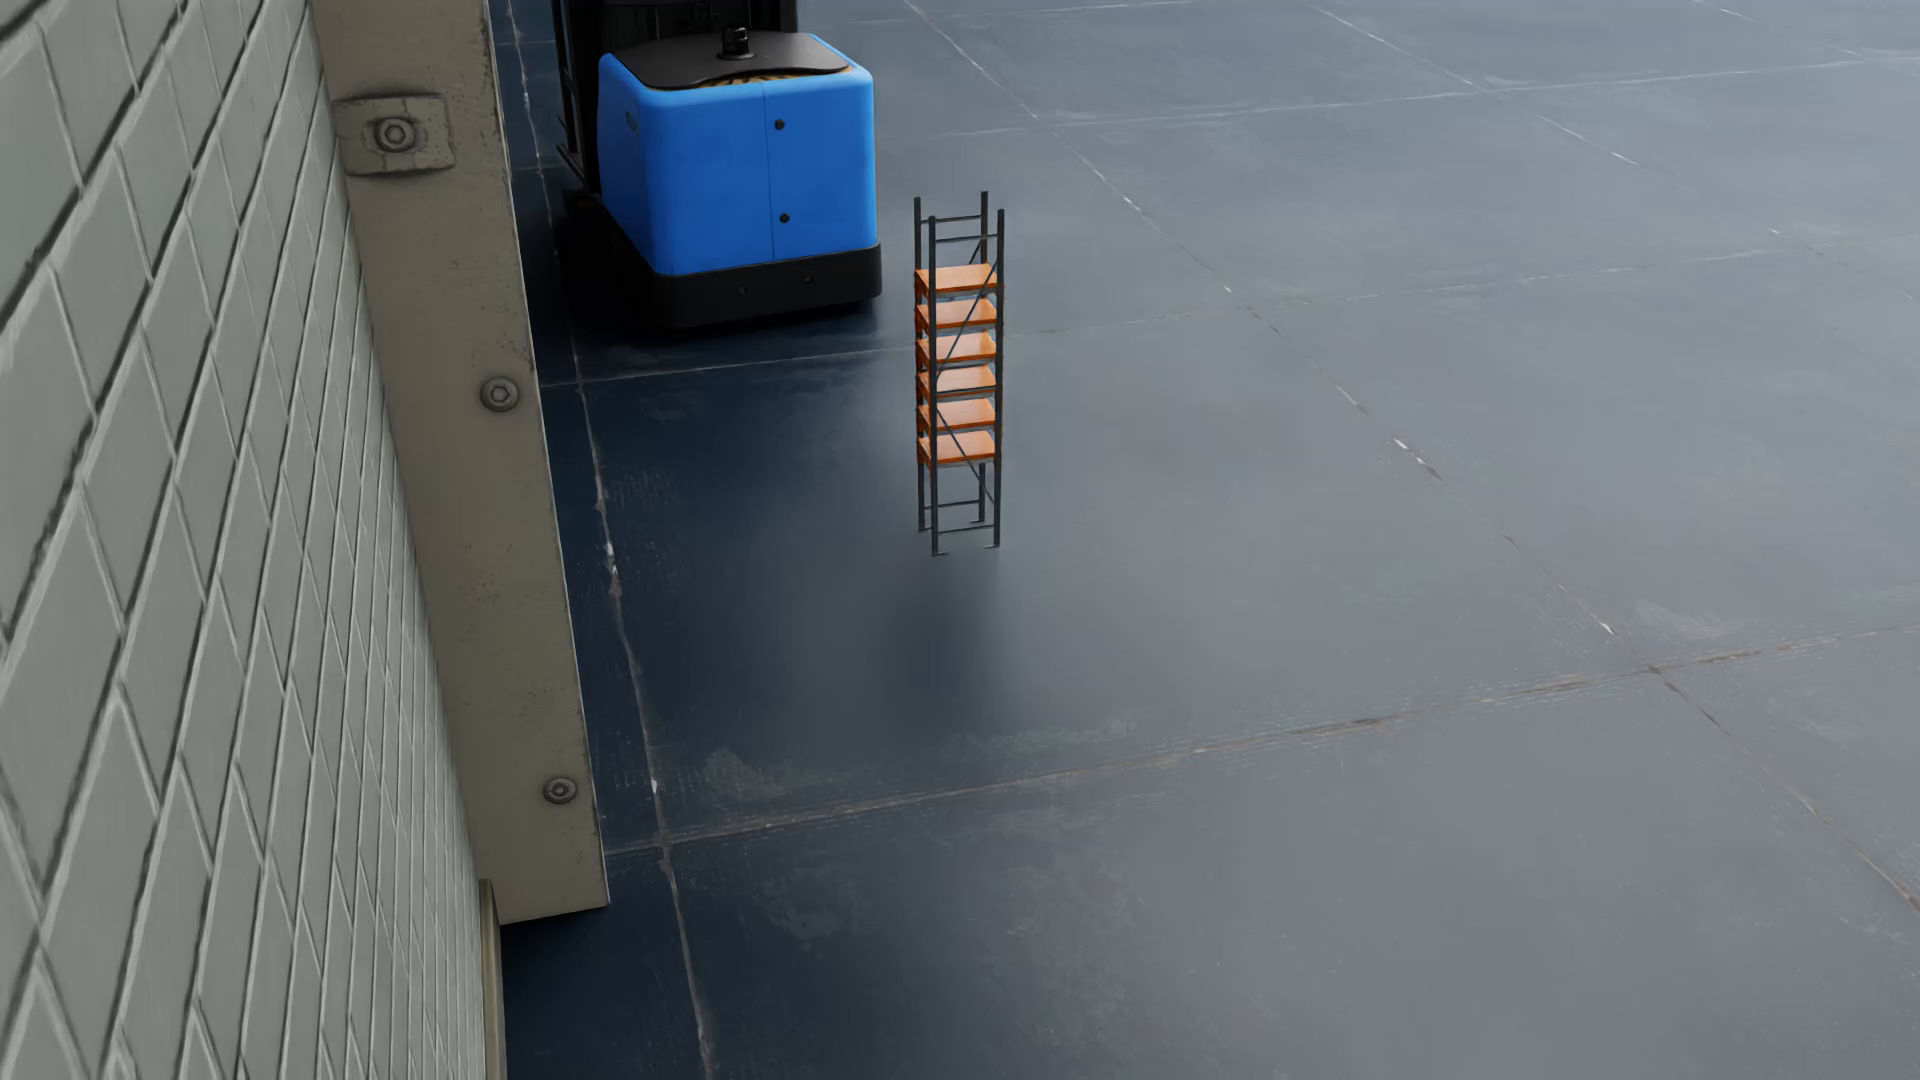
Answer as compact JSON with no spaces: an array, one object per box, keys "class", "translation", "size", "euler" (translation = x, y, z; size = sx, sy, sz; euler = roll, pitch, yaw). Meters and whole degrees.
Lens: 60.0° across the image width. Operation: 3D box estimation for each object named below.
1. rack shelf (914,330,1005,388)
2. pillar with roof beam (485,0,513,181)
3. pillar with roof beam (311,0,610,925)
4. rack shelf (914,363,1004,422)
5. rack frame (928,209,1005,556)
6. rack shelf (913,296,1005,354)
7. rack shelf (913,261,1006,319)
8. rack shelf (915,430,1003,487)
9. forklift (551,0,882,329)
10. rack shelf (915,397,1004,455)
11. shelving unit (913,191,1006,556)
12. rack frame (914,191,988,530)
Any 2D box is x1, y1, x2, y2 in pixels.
[{"class":"rack shelf","translation":[-0.004,-0.592,5.424],"size":[0.258,0.103,0.180],"euler":[-8,31,-13]},{"class":"pillar with roof beam","translation":[1.480,-6.525,8.041],"size":[9.100,9.000,0.400],"euler":[-8,31,-13]},{"class":"pillar with roof beam","translation":[3.072,-3.628,3.034],"size":[9.100,9.000,0.400],"euler":[-8,31,-13]},{"class":"rack shelf","translation":[-0.004,-0.488,5.484],"size":[0.258,0.103,0.180],"euler":[-8,31,-13]},{"class":"rack frame","translation":[0.020,-0.482,5.385],"size":[0.240,1.200,0.006],"euler":[-8,31,-13]},{"class":"rack shelf","translation":[-0.004,-0.696,5.364],"size":[0.258,0.103,0.180],"euler":[-8,31,-13]},{"class":"rack shelf","translation":[-0.004,-0.799,5.303],"size":[0.258,0.103,0.180],"euler":[-8,31,-13]},{"class":"rack shelf","translation":[-0.004,-0.280,5.604],"size":[0.258,0.103,0.180],"euler":[-8,31,-13]},{"class":"forklift","translation":[-1.401,-2.900,7.835],"size":[1.130,2.935,3.031],"euler":[-12,32,-20]},{"class":"rack shelf","translation":[-0.004,-0.384,5.544],"size":[0.258,0.103,0.180],"euler":[-8,31,-13]},{"class":"shelving unit","translation":[-0.004,-0.526,5.461],"size":[0.258,1.200,0.189],"euler":[-8,31,-13]},{"class":"rack frame","translation":[-0.028,-0.570,5.538],"size":[0.240,1.200,0.006],"euler":[-8,31,-13]}]
